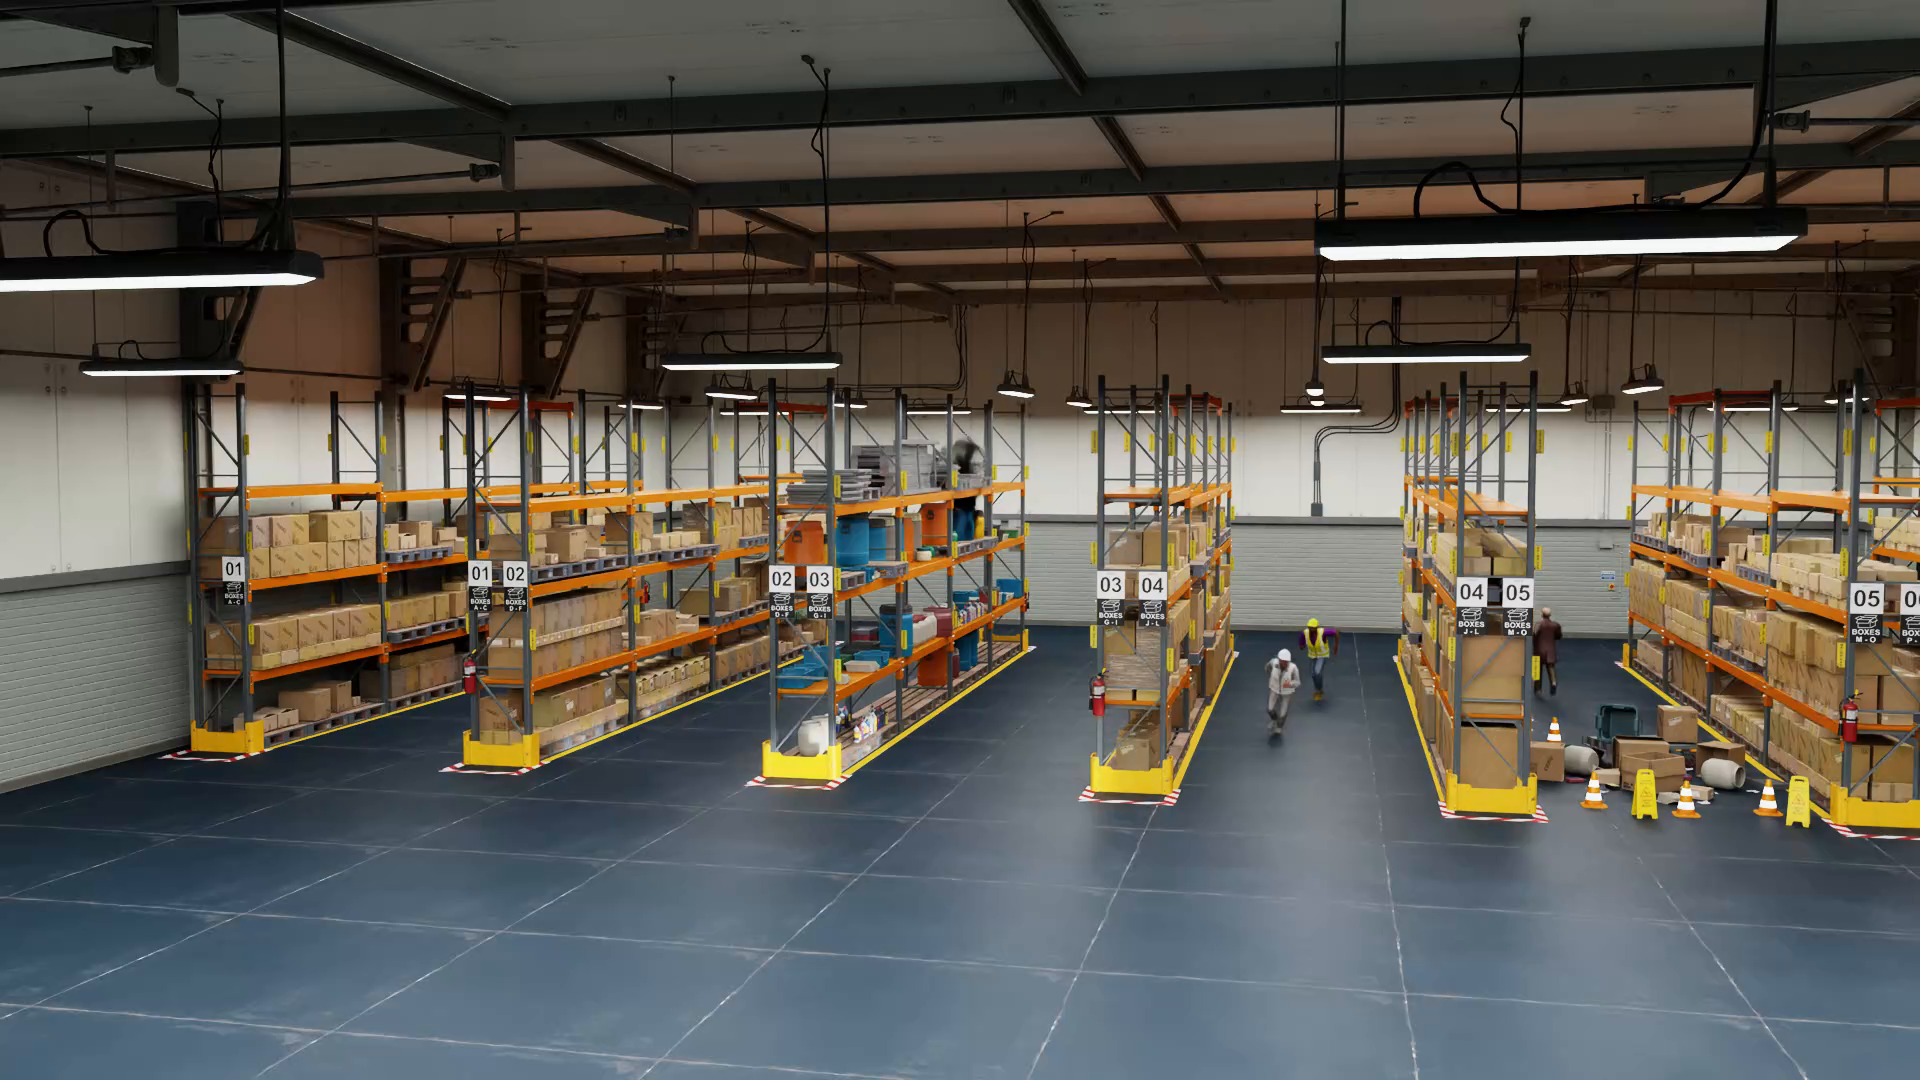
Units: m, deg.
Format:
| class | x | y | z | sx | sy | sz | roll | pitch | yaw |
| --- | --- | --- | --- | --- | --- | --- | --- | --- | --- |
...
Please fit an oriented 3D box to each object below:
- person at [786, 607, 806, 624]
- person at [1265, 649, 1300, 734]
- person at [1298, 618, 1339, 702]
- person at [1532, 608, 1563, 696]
| class | x | y | z | sx | sy | sz | roll | pitch | yaw |
| --- | --- | --- | --- | --- | --- | --- | --- | --- | --- |
| person | -4.277 | 1.673 | 43.404 | 0.585 | 1.709 | 0.658 | 3 | 5 | 44 |
| person | 5.508 | 2.594 | 28.461 | 0.653 | 1.536 | 1.013 | 1 | 3 | 16 |
| person | 7.010 | 2.342 | 32.492 | 0.750 | 1.674 | 0.956 | 2 | 4 | 27 |
| person | 11.595 | 2.209 | 32.929 | 0.689 | 1.752 | 1.063 | 0 | 3 | 6 |
